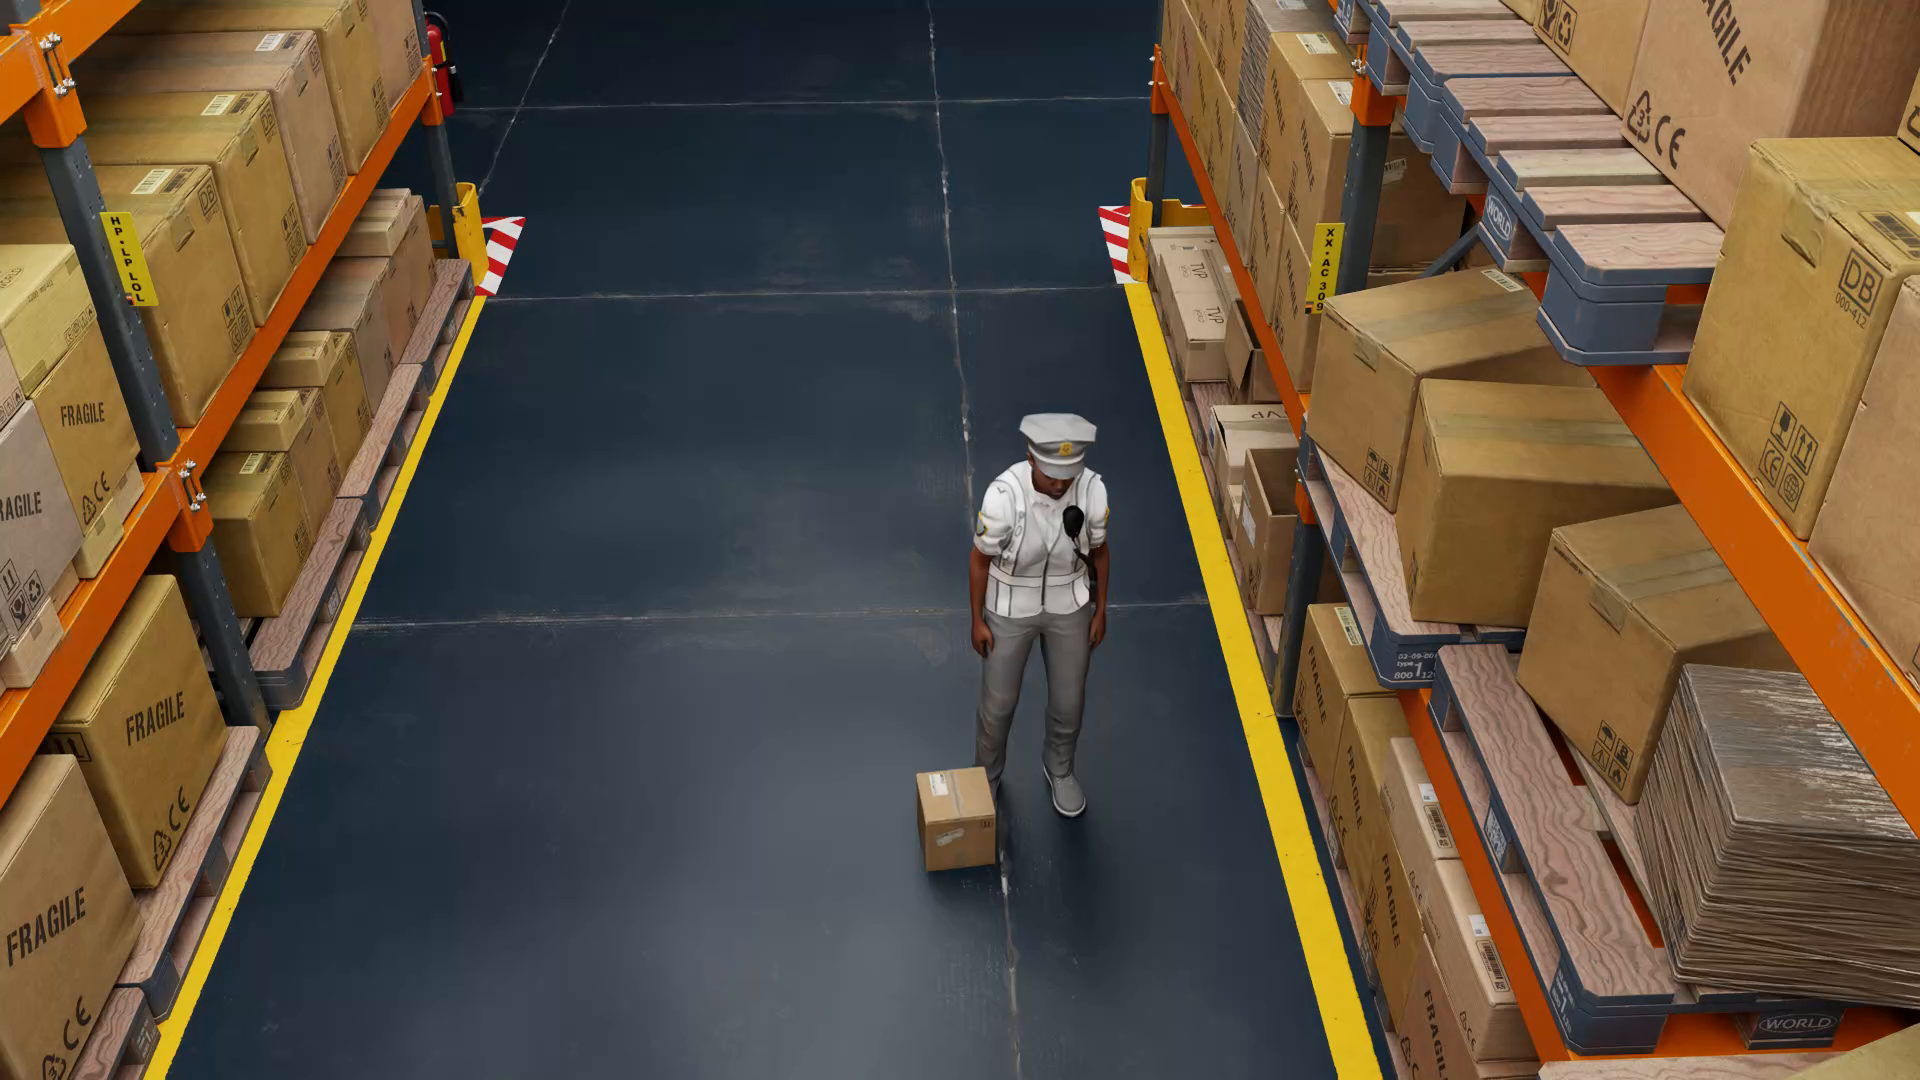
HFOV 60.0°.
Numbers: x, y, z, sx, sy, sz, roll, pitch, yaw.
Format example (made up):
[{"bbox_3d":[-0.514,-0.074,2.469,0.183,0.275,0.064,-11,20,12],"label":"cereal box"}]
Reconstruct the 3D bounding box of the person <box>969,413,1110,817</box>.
[{"bbox_3d":[0.265,0.266,5.776,0.516,1.656,0.396,-4,36,-6],"label":"person"}]
